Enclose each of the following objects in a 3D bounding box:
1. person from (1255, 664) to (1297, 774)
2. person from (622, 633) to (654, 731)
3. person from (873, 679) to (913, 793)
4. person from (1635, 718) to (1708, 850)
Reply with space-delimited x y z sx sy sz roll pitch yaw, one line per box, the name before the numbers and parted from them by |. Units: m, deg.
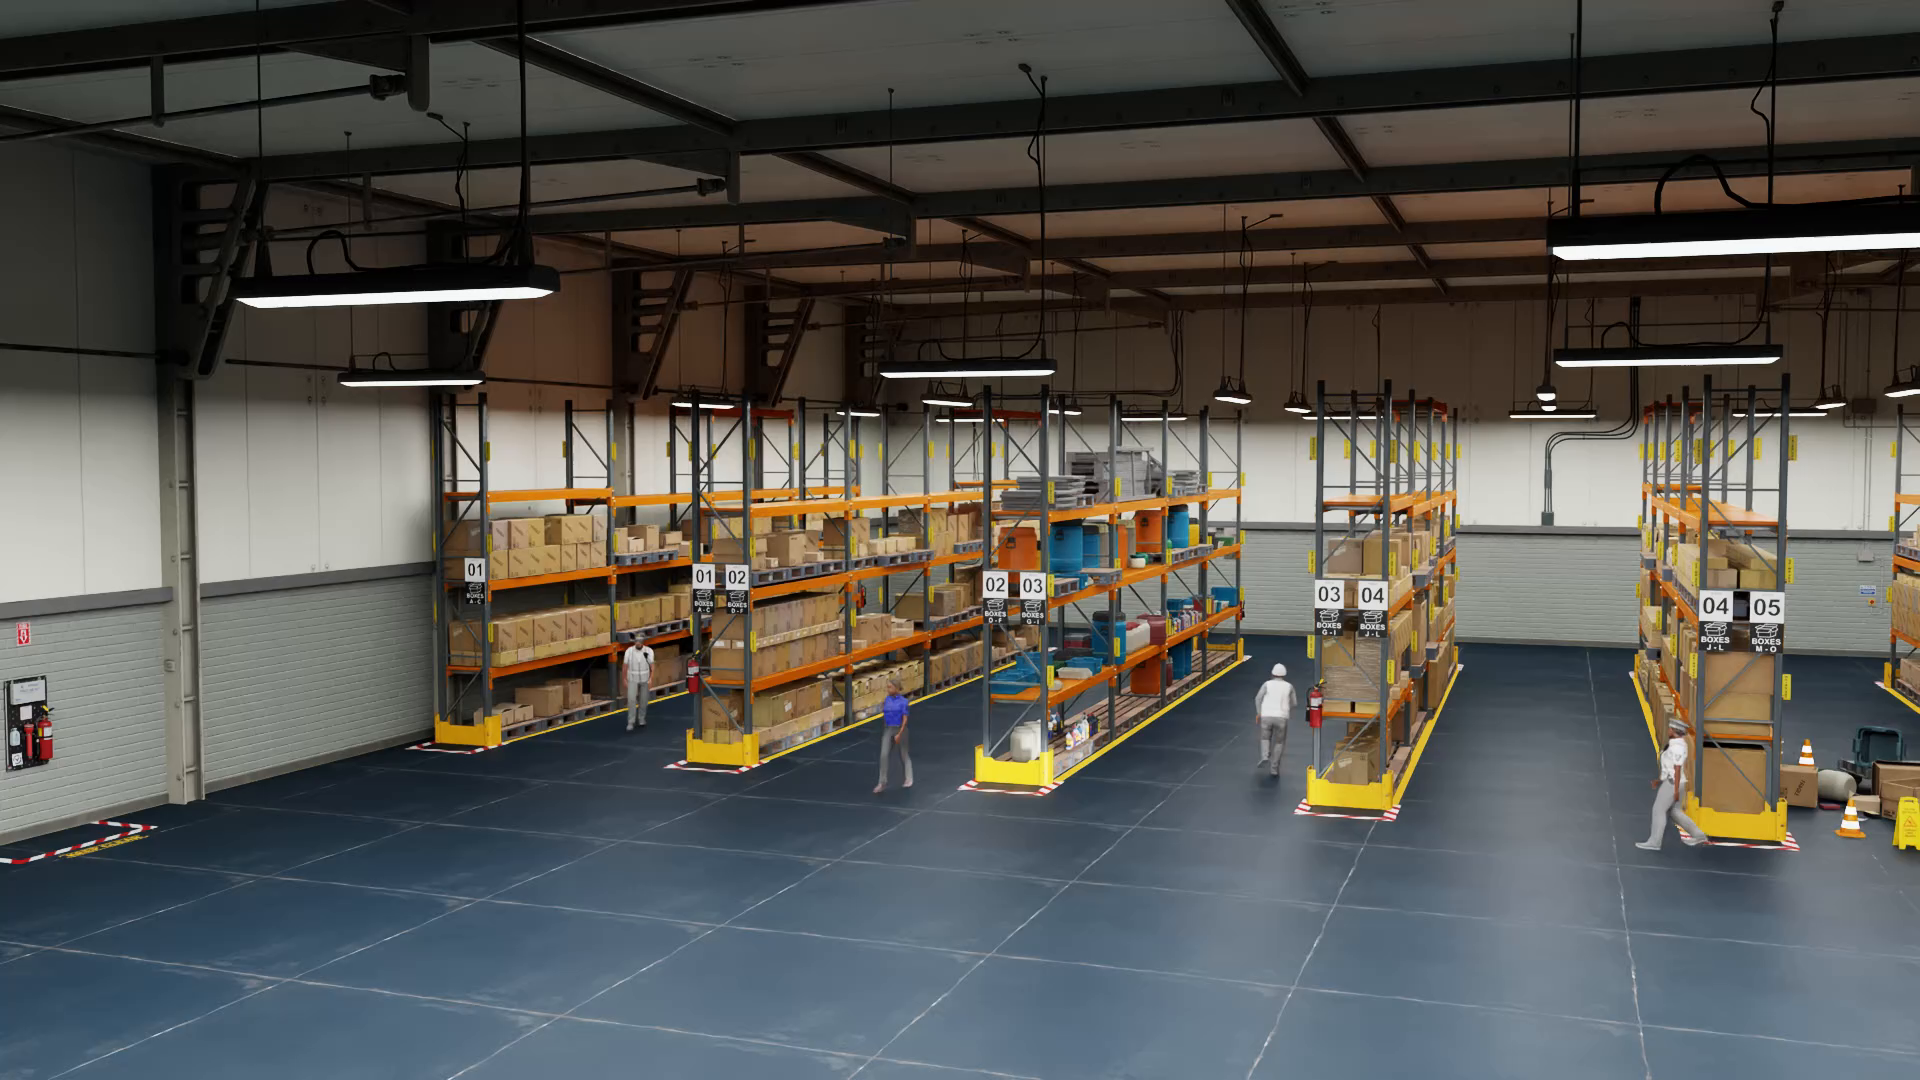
person | 4.954 2.785 26.079 0.614 1.668 0.749 1 3 21
person | -5.796 2.527 29.992 0.571 1.706 0.938 -1 3 -18
person | -0.984 2.867 24.485 0.468 1.622 0.900 2 3 27
person | 8.949 3.059 20.873 0.840 1.627 0.498 1 3 22
